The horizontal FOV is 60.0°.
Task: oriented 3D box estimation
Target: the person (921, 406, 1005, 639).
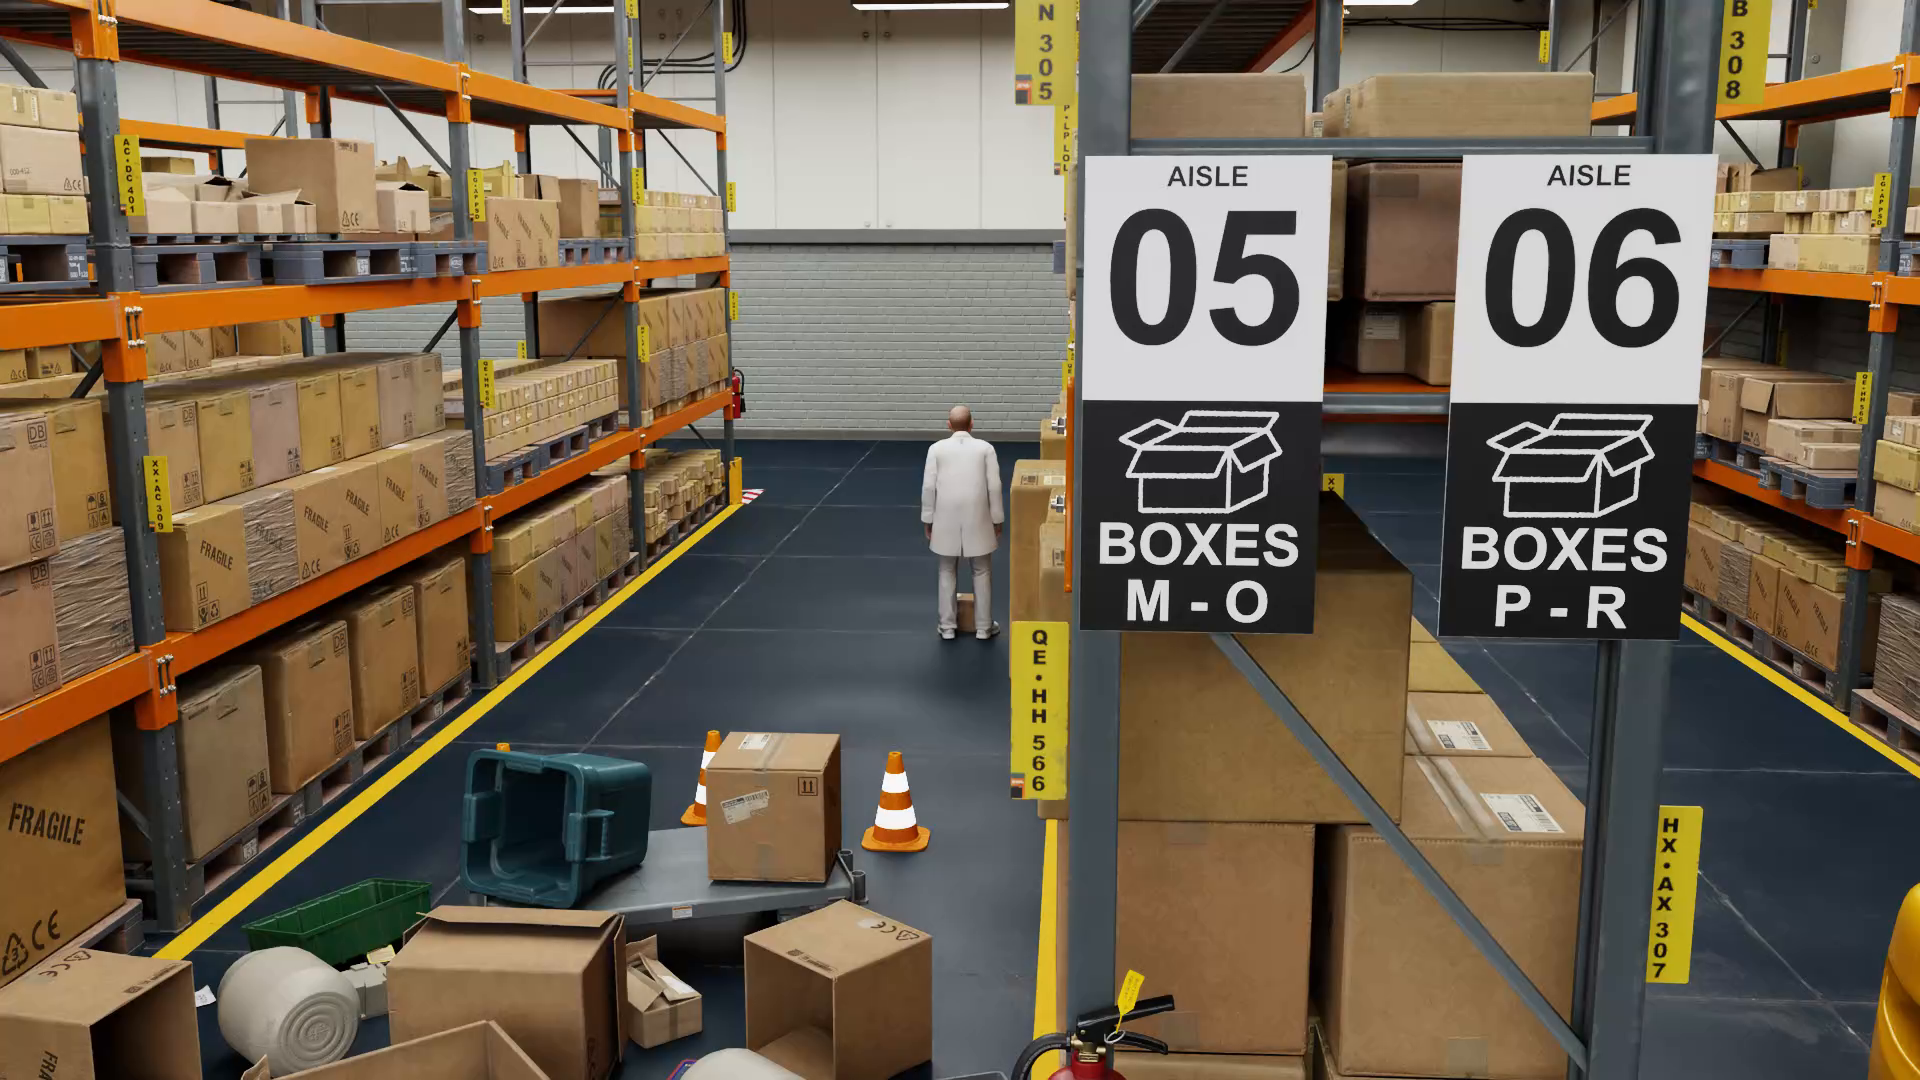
[{"bbox_3d":[0.023,-0.134,12.686,0.640,1.773,0.424,1,11,3],"label":"person"}]
